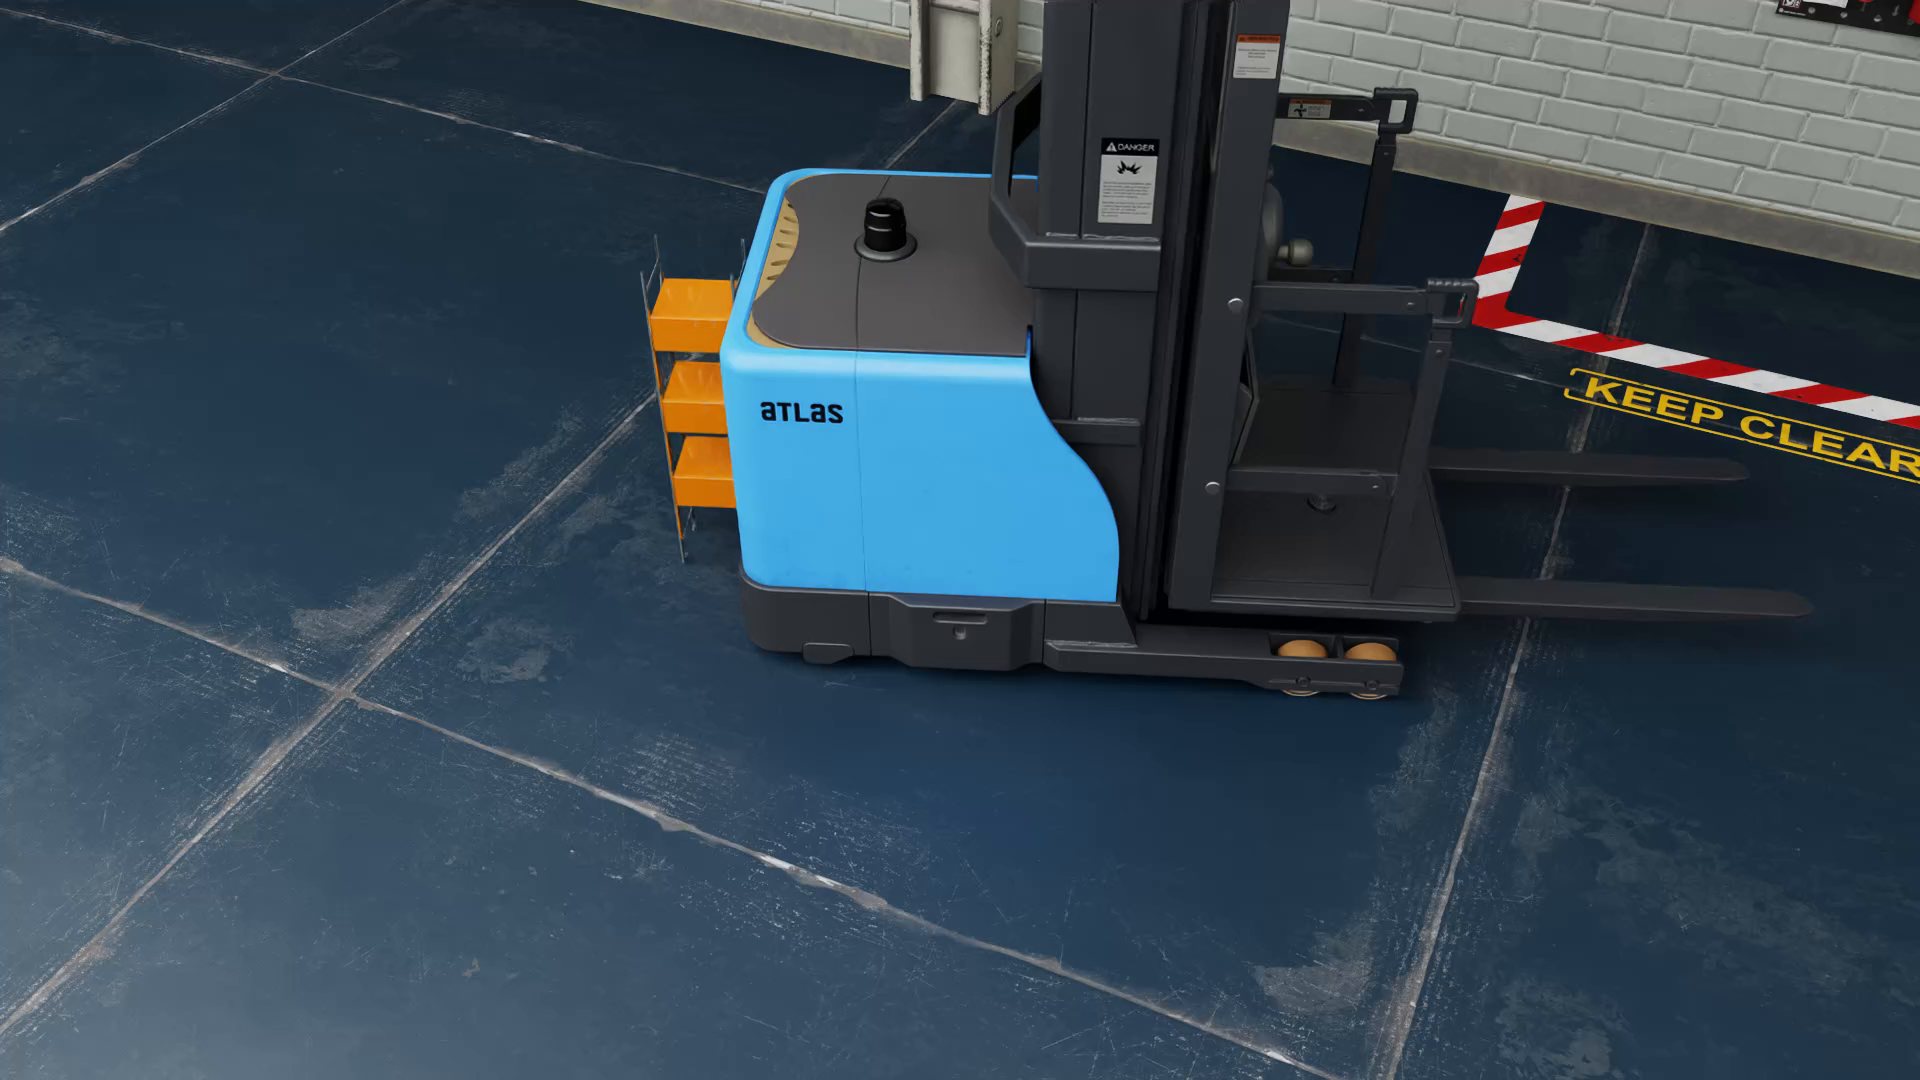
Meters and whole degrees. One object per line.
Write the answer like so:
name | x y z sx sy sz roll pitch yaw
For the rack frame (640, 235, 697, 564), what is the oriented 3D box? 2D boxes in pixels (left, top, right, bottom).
rack frame | -0.851 -0.387 4.895 0.008 1.050 0.200 2 41 3

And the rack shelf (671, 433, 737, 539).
rack shelf | -0.730 -0.164 5.078 0.240 0.259 0.215 2 41 3

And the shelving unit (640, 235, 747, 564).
shelving unit | -0.730 -0.382 4.889 0.252 1.050 0.215 2 41 3

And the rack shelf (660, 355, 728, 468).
rack shelf | -0.730 -0.374 4.896 0.240 0.259 0.215 2 41 3

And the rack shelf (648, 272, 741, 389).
rack shelf | -0.730 -0.588 4.710 0.240 0.259 0.215 2 41 3

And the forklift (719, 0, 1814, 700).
forklift | 0.914 -1.016 4.185 3.031 2.935 1.130 2 41 3

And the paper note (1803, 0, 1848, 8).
paper note | 3.100 -1.980 5.917 0.142 0.148 0.016 17 44 19

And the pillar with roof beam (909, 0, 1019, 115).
pillar with roof beam | -1.803 -2.890 1.713 0.400 9.000 9.100 17 44 19

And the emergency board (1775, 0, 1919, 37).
emergency board | 3.231 -2.223 5.525 0.643 1.169 0.194 17 44 19

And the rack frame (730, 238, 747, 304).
rack frame | -0.608 -0.377 4.883 0.008 1.050 0.200 2 41 3
